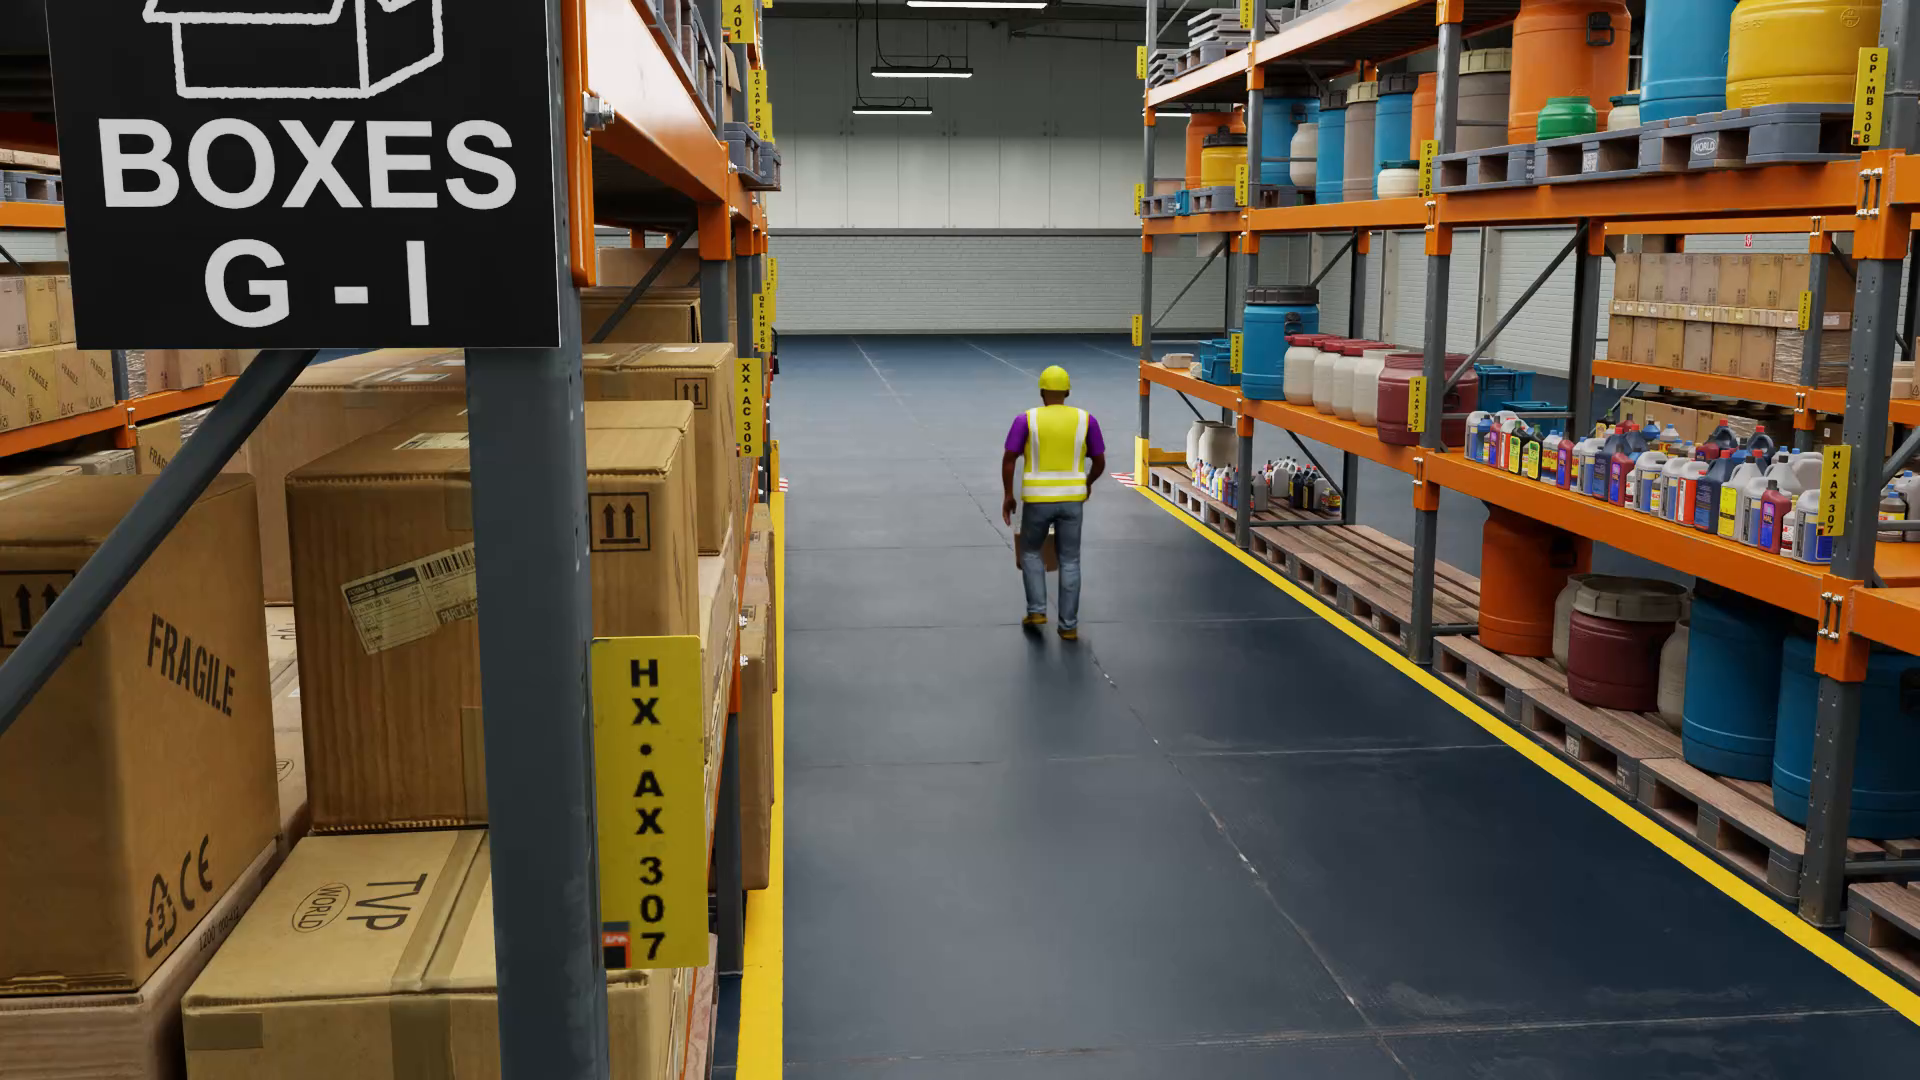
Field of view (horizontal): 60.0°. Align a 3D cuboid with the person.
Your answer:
[{"bbox_3d":[0.606,-0.258,10.866,0.680,1.745,0.590,-1,10,-3],"label":"person"}]
